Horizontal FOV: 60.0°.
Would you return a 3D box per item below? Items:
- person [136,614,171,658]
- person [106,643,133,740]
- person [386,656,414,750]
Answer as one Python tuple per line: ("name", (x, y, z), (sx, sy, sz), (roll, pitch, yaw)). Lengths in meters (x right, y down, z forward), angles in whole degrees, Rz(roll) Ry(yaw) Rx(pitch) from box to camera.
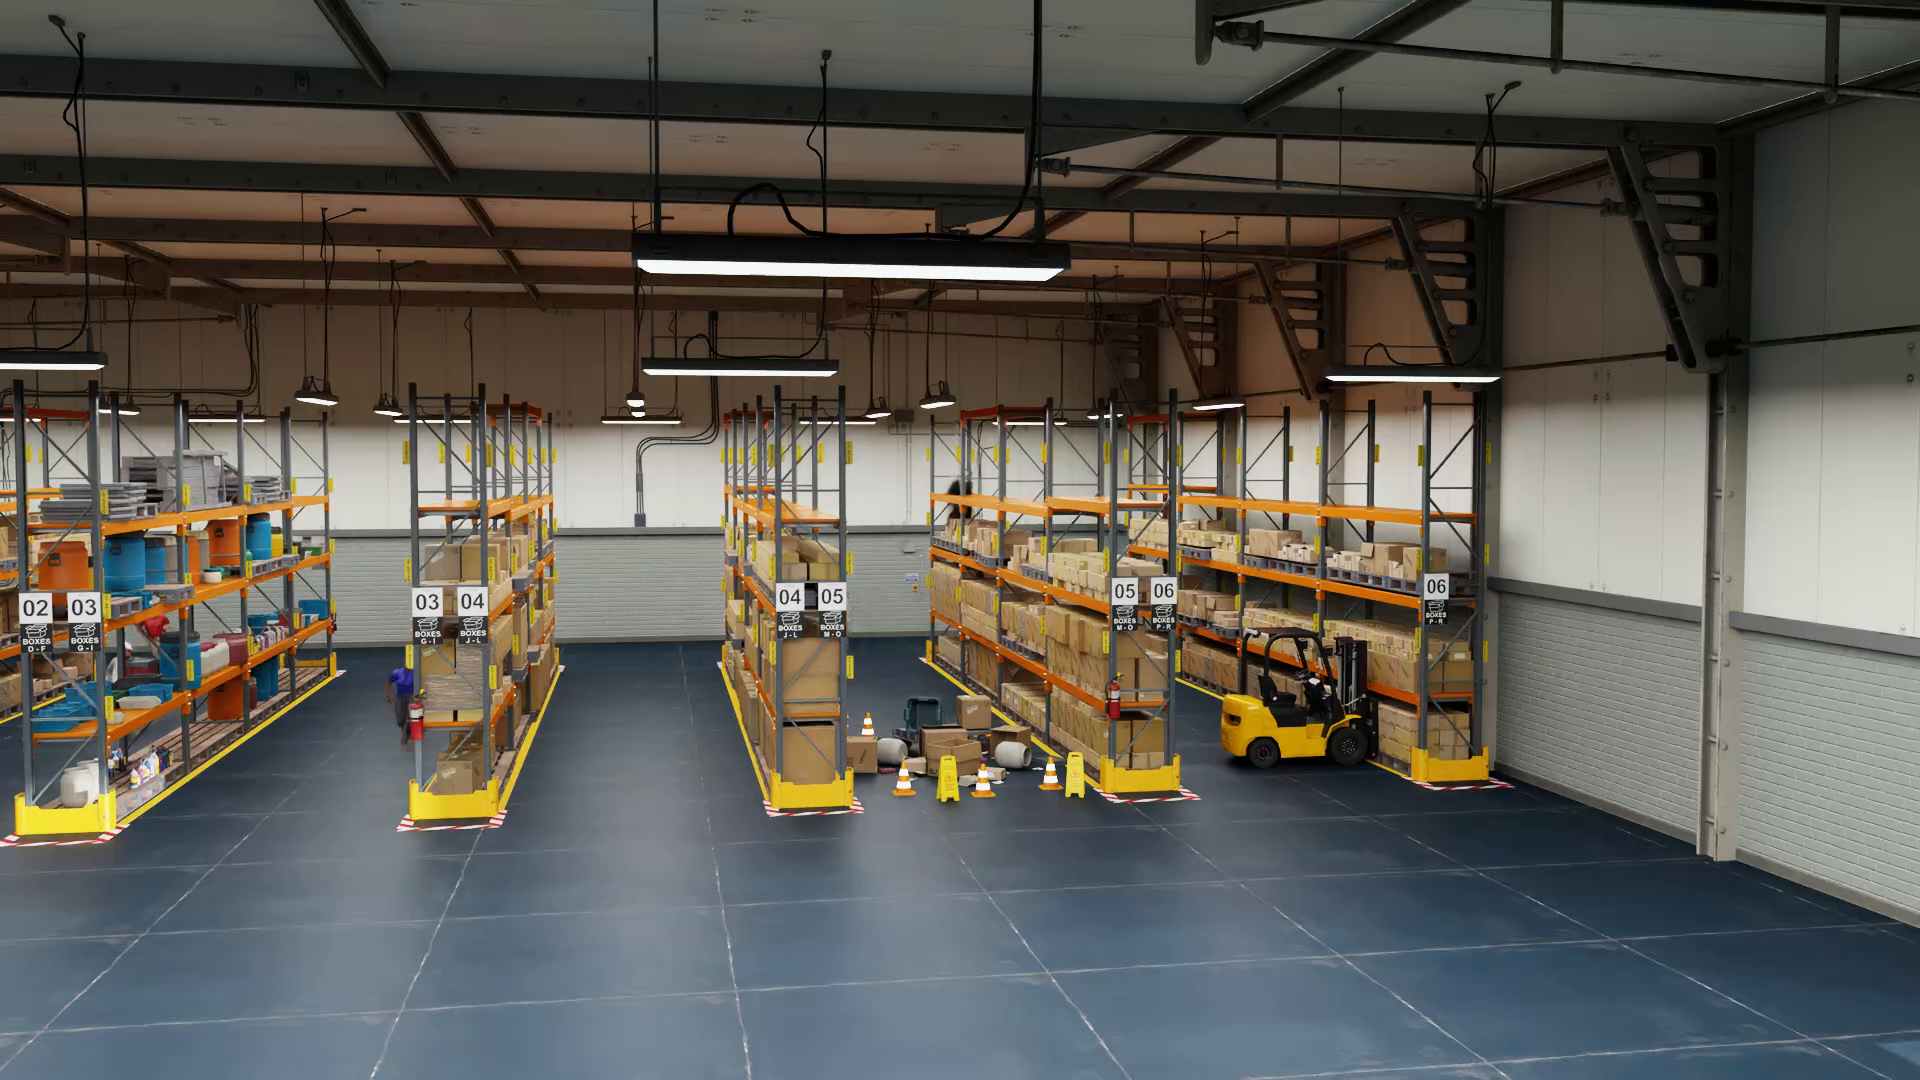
("person", (-17.886, 2.298, 36.977), (0.749, 1.765, 0.678), (3, 4, 43))
("person", (-14.770, 2.668, 29.423), (0.693, 1.731, 0.684), (-1, 3, -10))
("person", (-9.496, 2.788, 28.462), (0.611, 1.595, 0.664), (-1, 3, -16))
